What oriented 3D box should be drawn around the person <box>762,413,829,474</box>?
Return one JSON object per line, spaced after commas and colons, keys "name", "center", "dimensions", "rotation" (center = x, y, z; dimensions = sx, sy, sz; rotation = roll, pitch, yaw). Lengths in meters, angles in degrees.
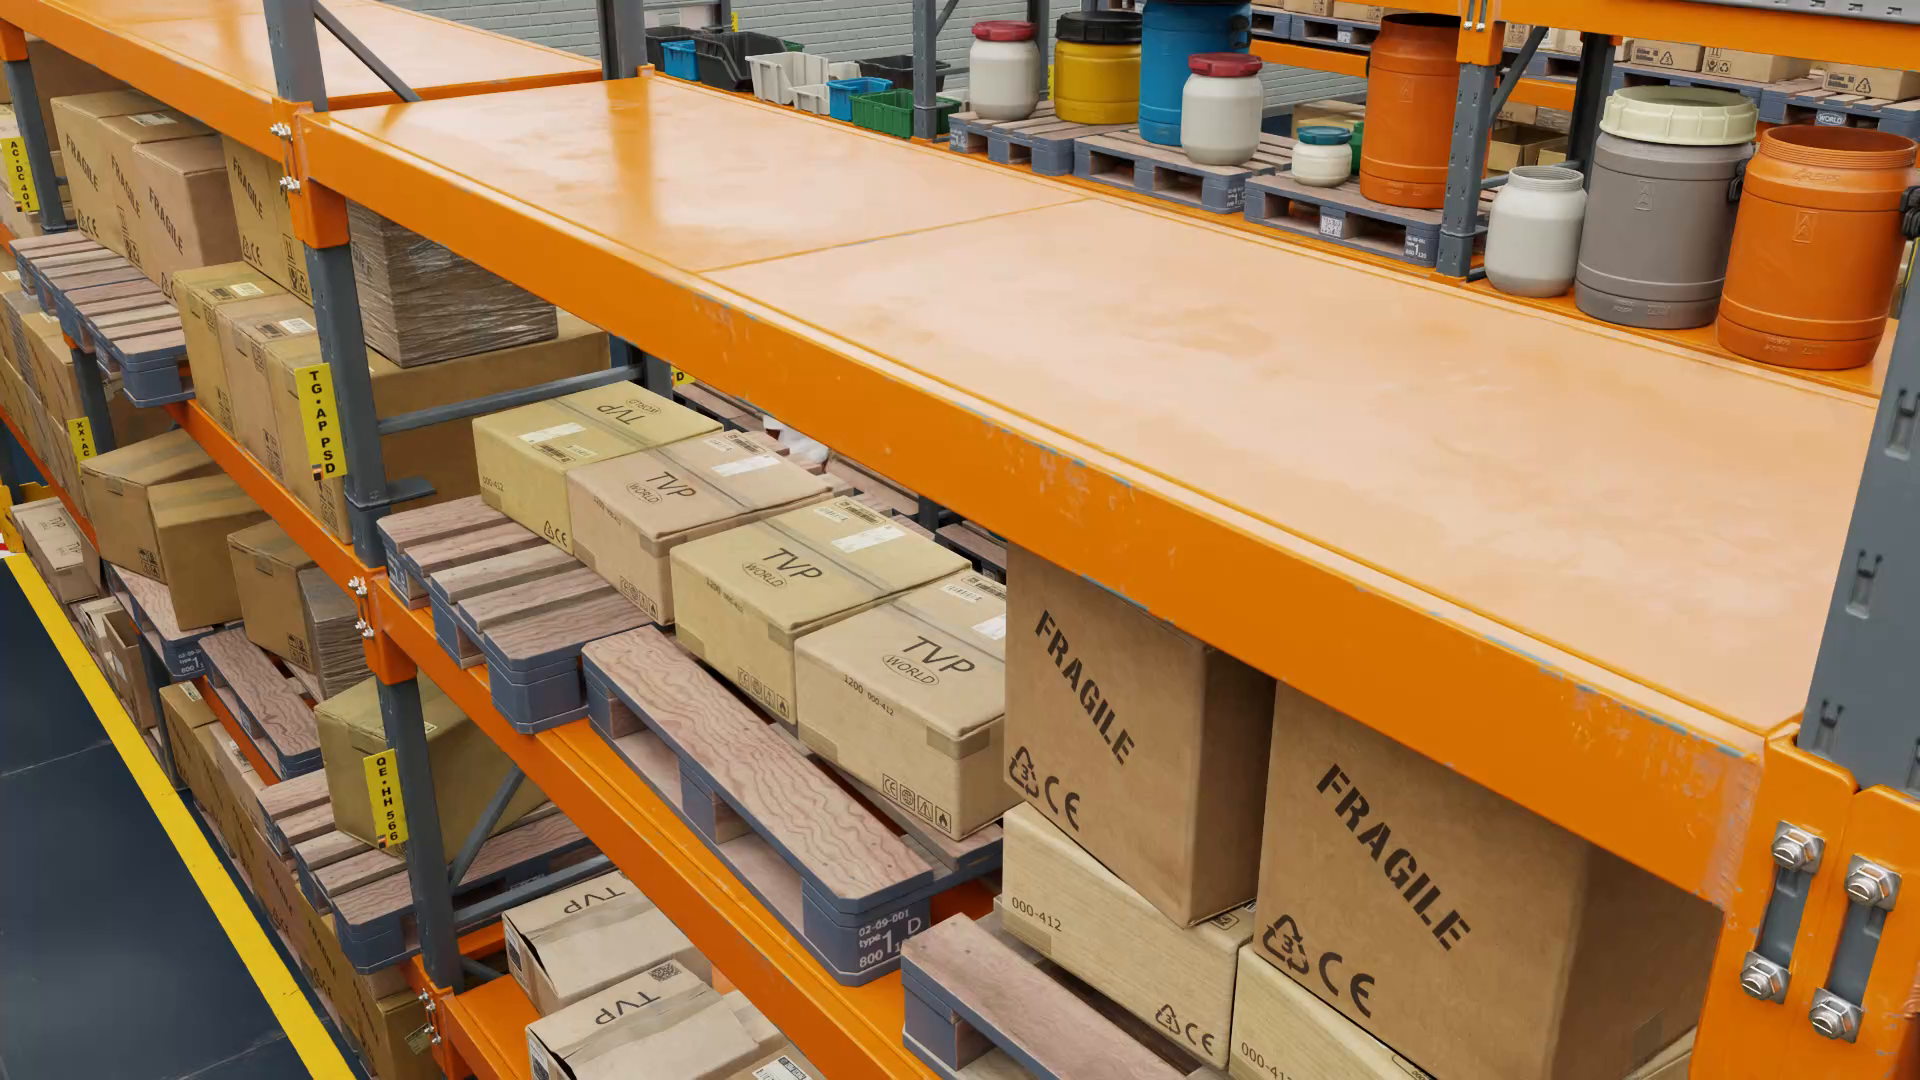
{"name": "person", "center": [-1.041, -0.503, 10.606], "dimensions": [0.598, 1.757, 0.499], "rotation": [-22, 32, -39]}
